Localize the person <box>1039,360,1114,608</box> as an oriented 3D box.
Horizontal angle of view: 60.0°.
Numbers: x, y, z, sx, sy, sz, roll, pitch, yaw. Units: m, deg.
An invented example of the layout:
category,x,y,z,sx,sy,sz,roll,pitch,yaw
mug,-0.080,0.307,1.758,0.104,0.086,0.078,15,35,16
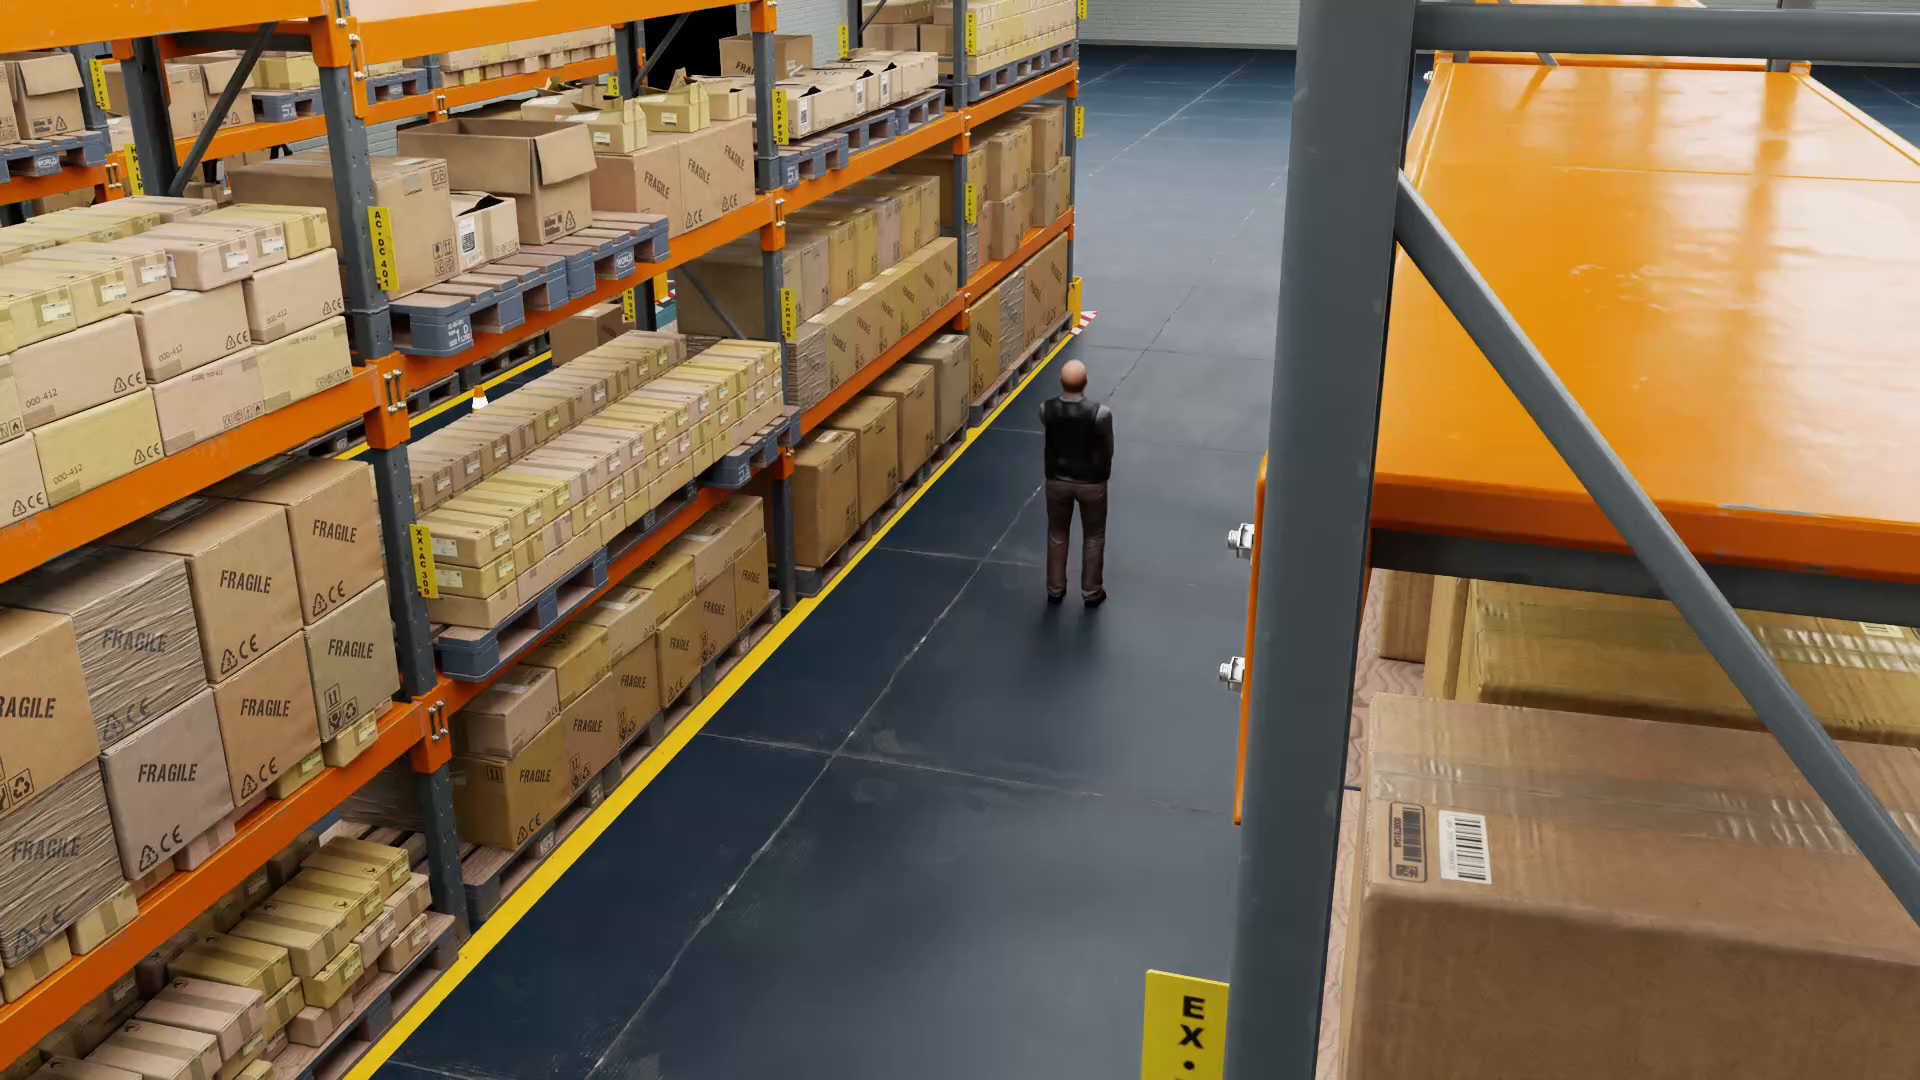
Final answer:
category,x,y,z,sx,sy,sz,roll,pitch,yaw
person,0.790,-0.415,11.172,0.494,1.711,0.551,7,23,17
